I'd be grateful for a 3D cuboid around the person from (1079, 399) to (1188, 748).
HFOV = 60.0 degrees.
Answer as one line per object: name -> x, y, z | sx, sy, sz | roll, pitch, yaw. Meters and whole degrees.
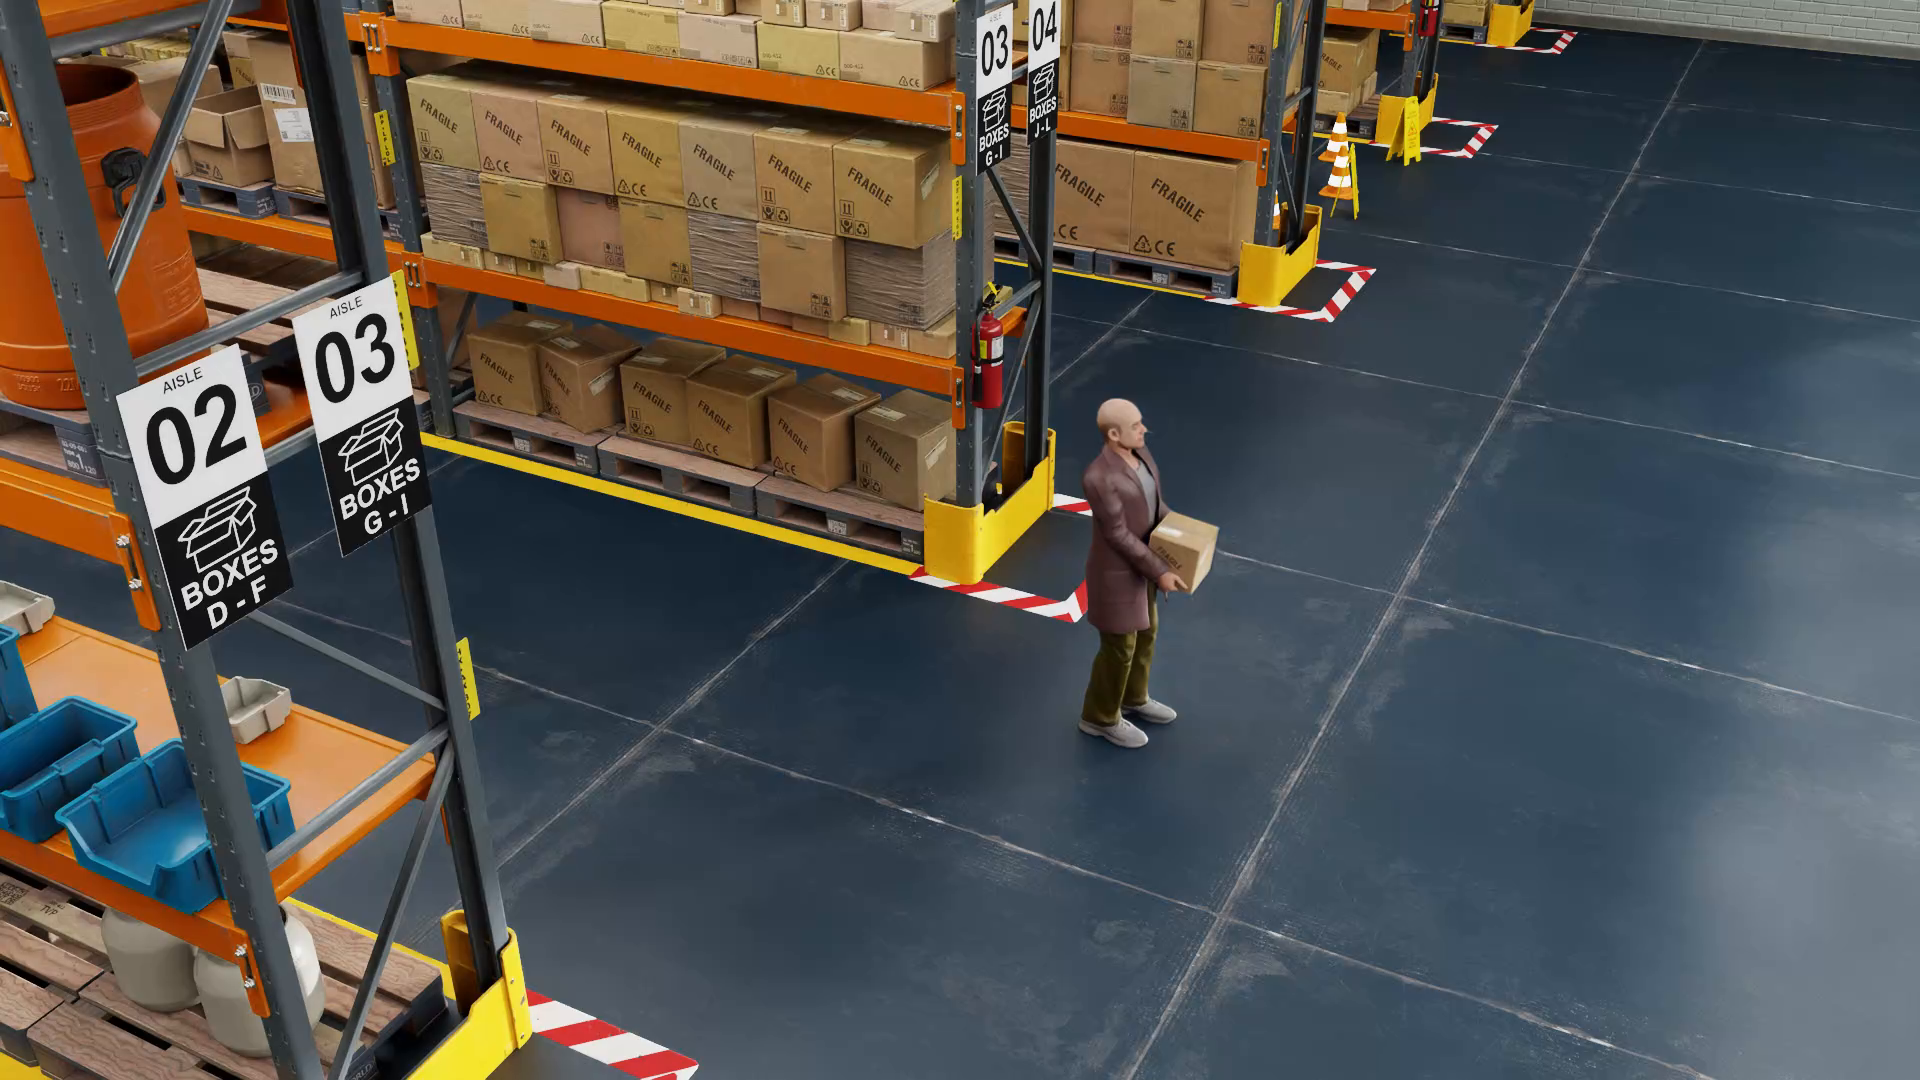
person -> 0.881, 0.171, 8.017 | 0.555, 1.769, 0.530 | 15, 33, 24
